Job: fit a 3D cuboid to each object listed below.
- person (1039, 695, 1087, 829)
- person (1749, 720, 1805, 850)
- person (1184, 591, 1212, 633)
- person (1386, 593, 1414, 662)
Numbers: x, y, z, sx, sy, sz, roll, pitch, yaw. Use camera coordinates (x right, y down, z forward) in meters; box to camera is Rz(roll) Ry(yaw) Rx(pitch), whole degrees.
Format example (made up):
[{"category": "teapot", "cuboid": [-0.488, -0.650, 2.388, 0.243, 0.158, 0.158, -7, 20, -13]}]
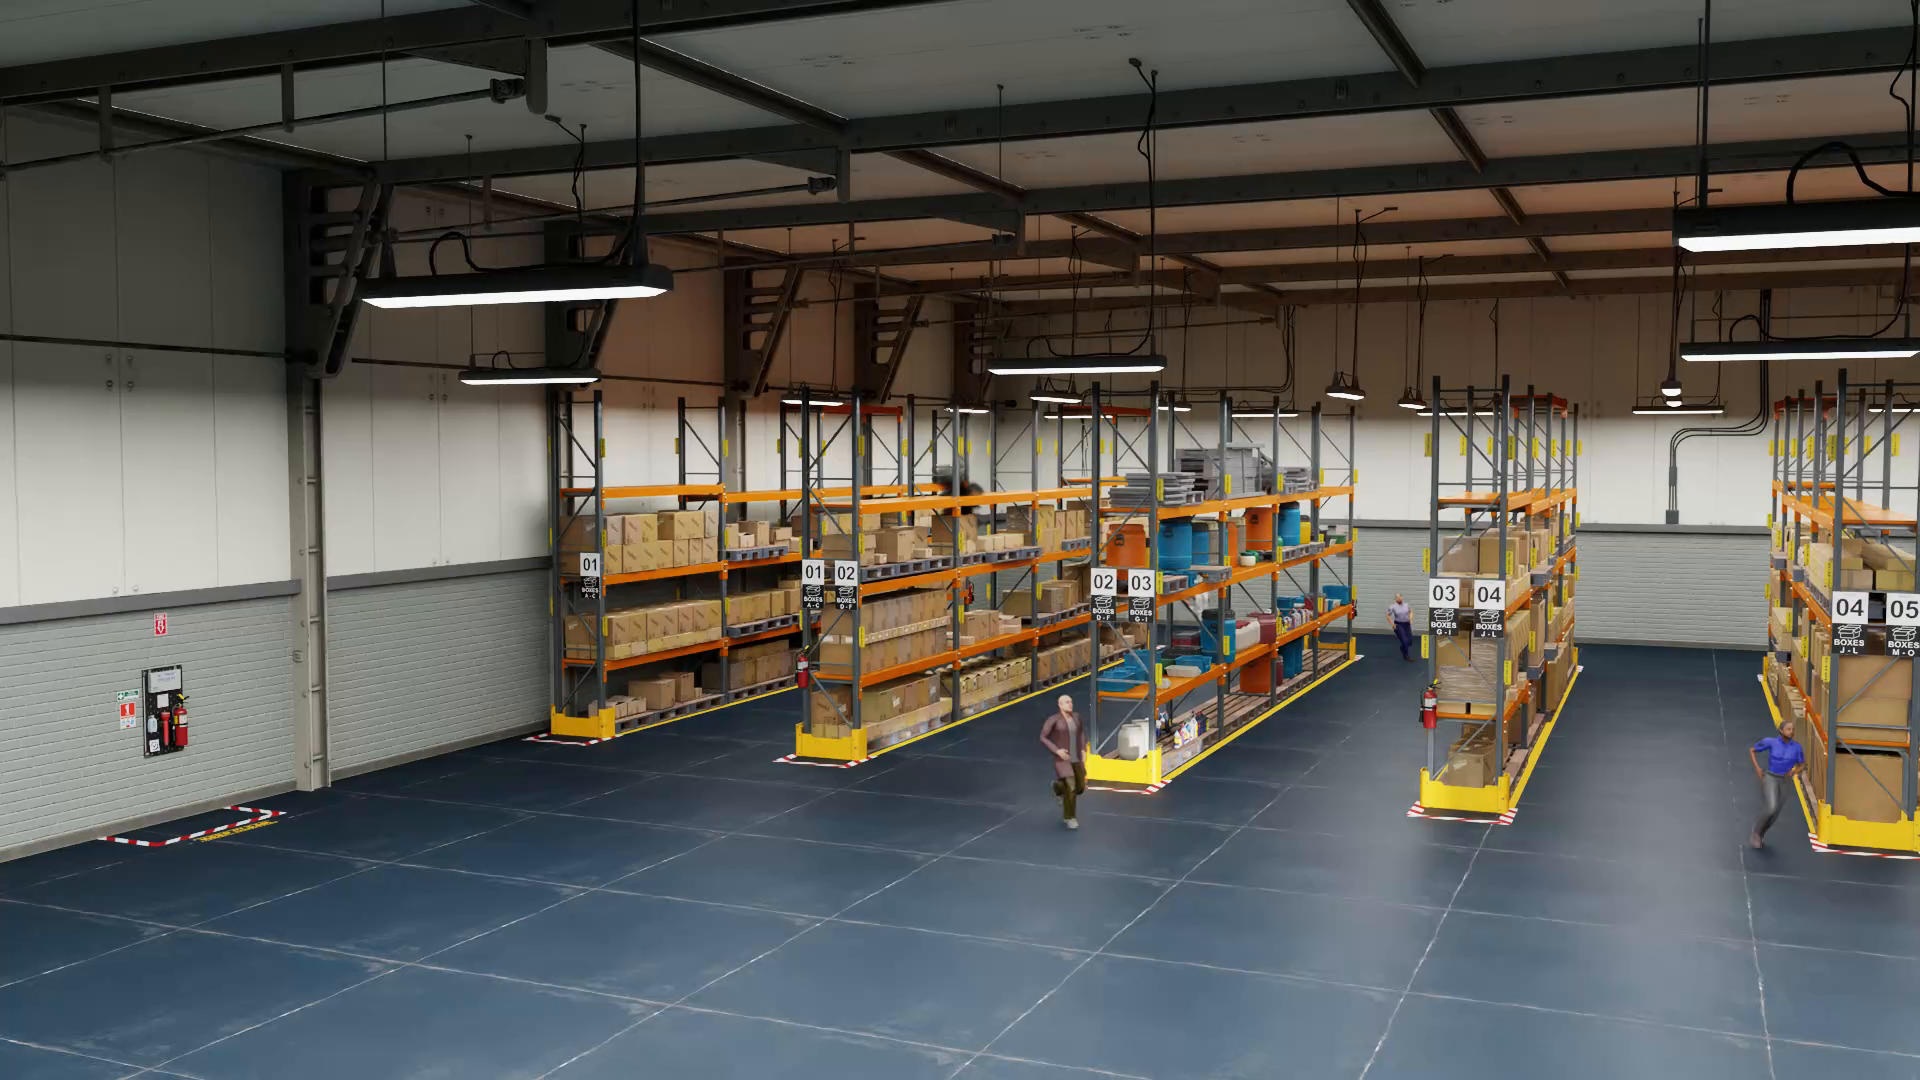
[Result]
[{"category": "person", "cuboid": [1.383, 2.923, 22.151, 0.742, 1.733, 0.714, -2, 4, -36]}, {"category": "person", "cuboid": [10.193, 3.048, 20.746, 0.613, 1.625, 0.608, 0, 3, 0]}, {"category": "person", "cuboid": [5.978, 1.834, 41.354, 0.662, 1.792, 0.812, -2, 4, -30]}, {"category": "person", "cuboid": [10.372, 2.044, 39.170, 0.664, 1.597, 0.665, -1, 3, -9]}]
